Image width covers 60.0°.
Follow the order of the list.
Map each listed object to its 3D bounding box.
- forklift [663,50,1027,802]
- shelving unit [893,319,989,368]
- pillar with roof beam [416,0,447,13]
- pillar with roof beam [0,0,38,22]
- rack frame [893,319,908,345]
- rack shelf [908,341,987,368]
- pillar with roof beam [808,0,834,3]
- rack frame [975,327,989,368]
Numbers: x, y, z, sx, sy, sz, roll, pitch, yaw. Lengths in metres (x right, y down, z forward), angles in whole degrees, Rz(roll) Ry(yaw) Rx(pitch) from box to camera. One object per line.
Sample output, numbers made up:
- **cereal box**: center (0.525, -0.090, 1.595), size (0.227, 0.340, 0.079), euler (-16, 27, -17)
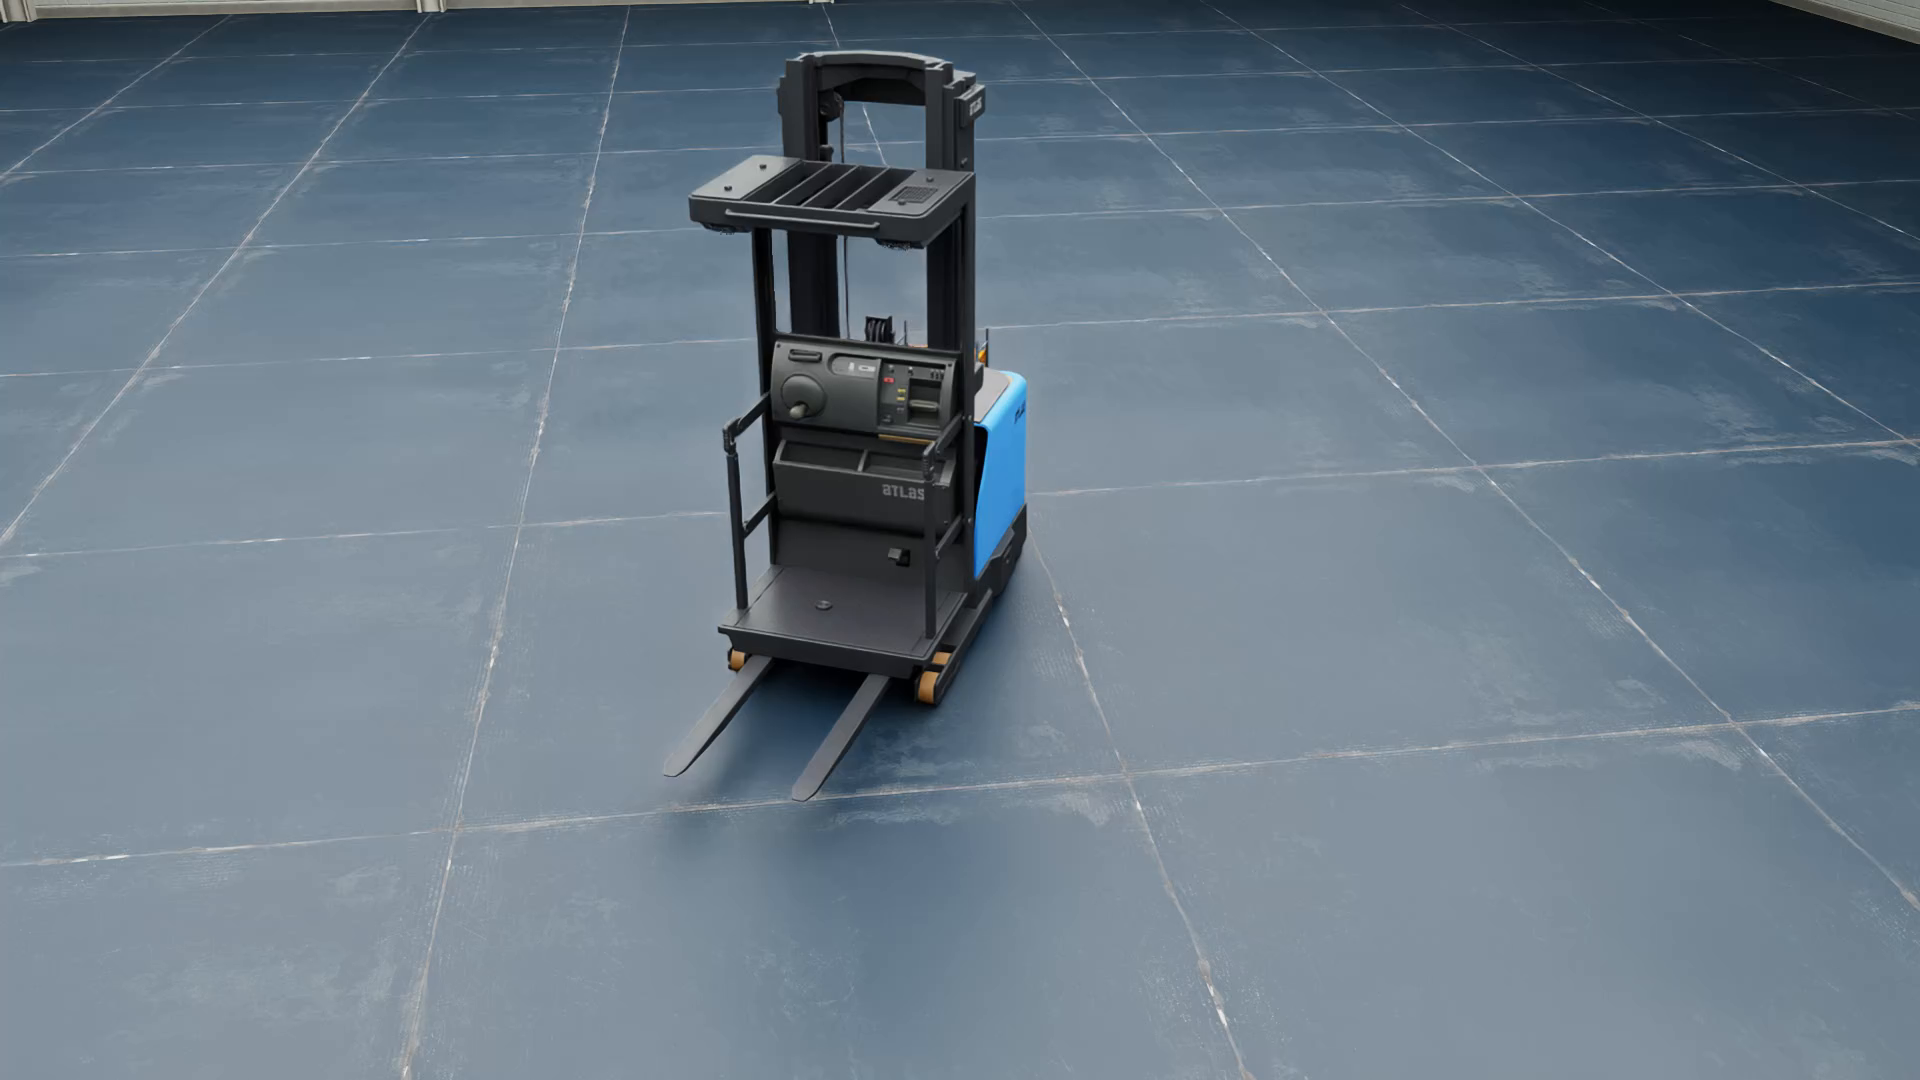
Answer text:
- **forklift**: center (-0.537, -0.697, 7.898), size (1.130, 2.935, 3.031), euler (8, 28, 15)
- **shelving unit**: center (-0.108, -0.659, 9.721), size (0.503, 1.200, 0.258), euler (8, 28, 15)
- **pillar with roof beam**: center (-7.548, -10.236, 19.842), size (0.400, 9.000, 9.100), euler (-4, 27, -7)
- **pillar with roof beam**: center (-13.490, -9.854, 19.098), size (0.400, 9.000, 9.100), euler (-4, 27, -7)
- **rack frame**: center (-0.342, -0.691, 9.783), size (0.015, 1.200, 0.240), euler (8, 28, 15)
- **rack shelf**: center (-0.108, -1.009, 9.541), size (0.480, 0.148, 0.258), euler (8, 28, 15)
- **pillar with roof beam**: center (-1.607, -10.617, 20.585), size (0.400, 9.000, 9.100), euler (-4, 27, -7)
- **rack frame**: center (0.125, -0.628, 9.659), size (0.015, 1.200, 0.240), euler (8, 28, 15)
